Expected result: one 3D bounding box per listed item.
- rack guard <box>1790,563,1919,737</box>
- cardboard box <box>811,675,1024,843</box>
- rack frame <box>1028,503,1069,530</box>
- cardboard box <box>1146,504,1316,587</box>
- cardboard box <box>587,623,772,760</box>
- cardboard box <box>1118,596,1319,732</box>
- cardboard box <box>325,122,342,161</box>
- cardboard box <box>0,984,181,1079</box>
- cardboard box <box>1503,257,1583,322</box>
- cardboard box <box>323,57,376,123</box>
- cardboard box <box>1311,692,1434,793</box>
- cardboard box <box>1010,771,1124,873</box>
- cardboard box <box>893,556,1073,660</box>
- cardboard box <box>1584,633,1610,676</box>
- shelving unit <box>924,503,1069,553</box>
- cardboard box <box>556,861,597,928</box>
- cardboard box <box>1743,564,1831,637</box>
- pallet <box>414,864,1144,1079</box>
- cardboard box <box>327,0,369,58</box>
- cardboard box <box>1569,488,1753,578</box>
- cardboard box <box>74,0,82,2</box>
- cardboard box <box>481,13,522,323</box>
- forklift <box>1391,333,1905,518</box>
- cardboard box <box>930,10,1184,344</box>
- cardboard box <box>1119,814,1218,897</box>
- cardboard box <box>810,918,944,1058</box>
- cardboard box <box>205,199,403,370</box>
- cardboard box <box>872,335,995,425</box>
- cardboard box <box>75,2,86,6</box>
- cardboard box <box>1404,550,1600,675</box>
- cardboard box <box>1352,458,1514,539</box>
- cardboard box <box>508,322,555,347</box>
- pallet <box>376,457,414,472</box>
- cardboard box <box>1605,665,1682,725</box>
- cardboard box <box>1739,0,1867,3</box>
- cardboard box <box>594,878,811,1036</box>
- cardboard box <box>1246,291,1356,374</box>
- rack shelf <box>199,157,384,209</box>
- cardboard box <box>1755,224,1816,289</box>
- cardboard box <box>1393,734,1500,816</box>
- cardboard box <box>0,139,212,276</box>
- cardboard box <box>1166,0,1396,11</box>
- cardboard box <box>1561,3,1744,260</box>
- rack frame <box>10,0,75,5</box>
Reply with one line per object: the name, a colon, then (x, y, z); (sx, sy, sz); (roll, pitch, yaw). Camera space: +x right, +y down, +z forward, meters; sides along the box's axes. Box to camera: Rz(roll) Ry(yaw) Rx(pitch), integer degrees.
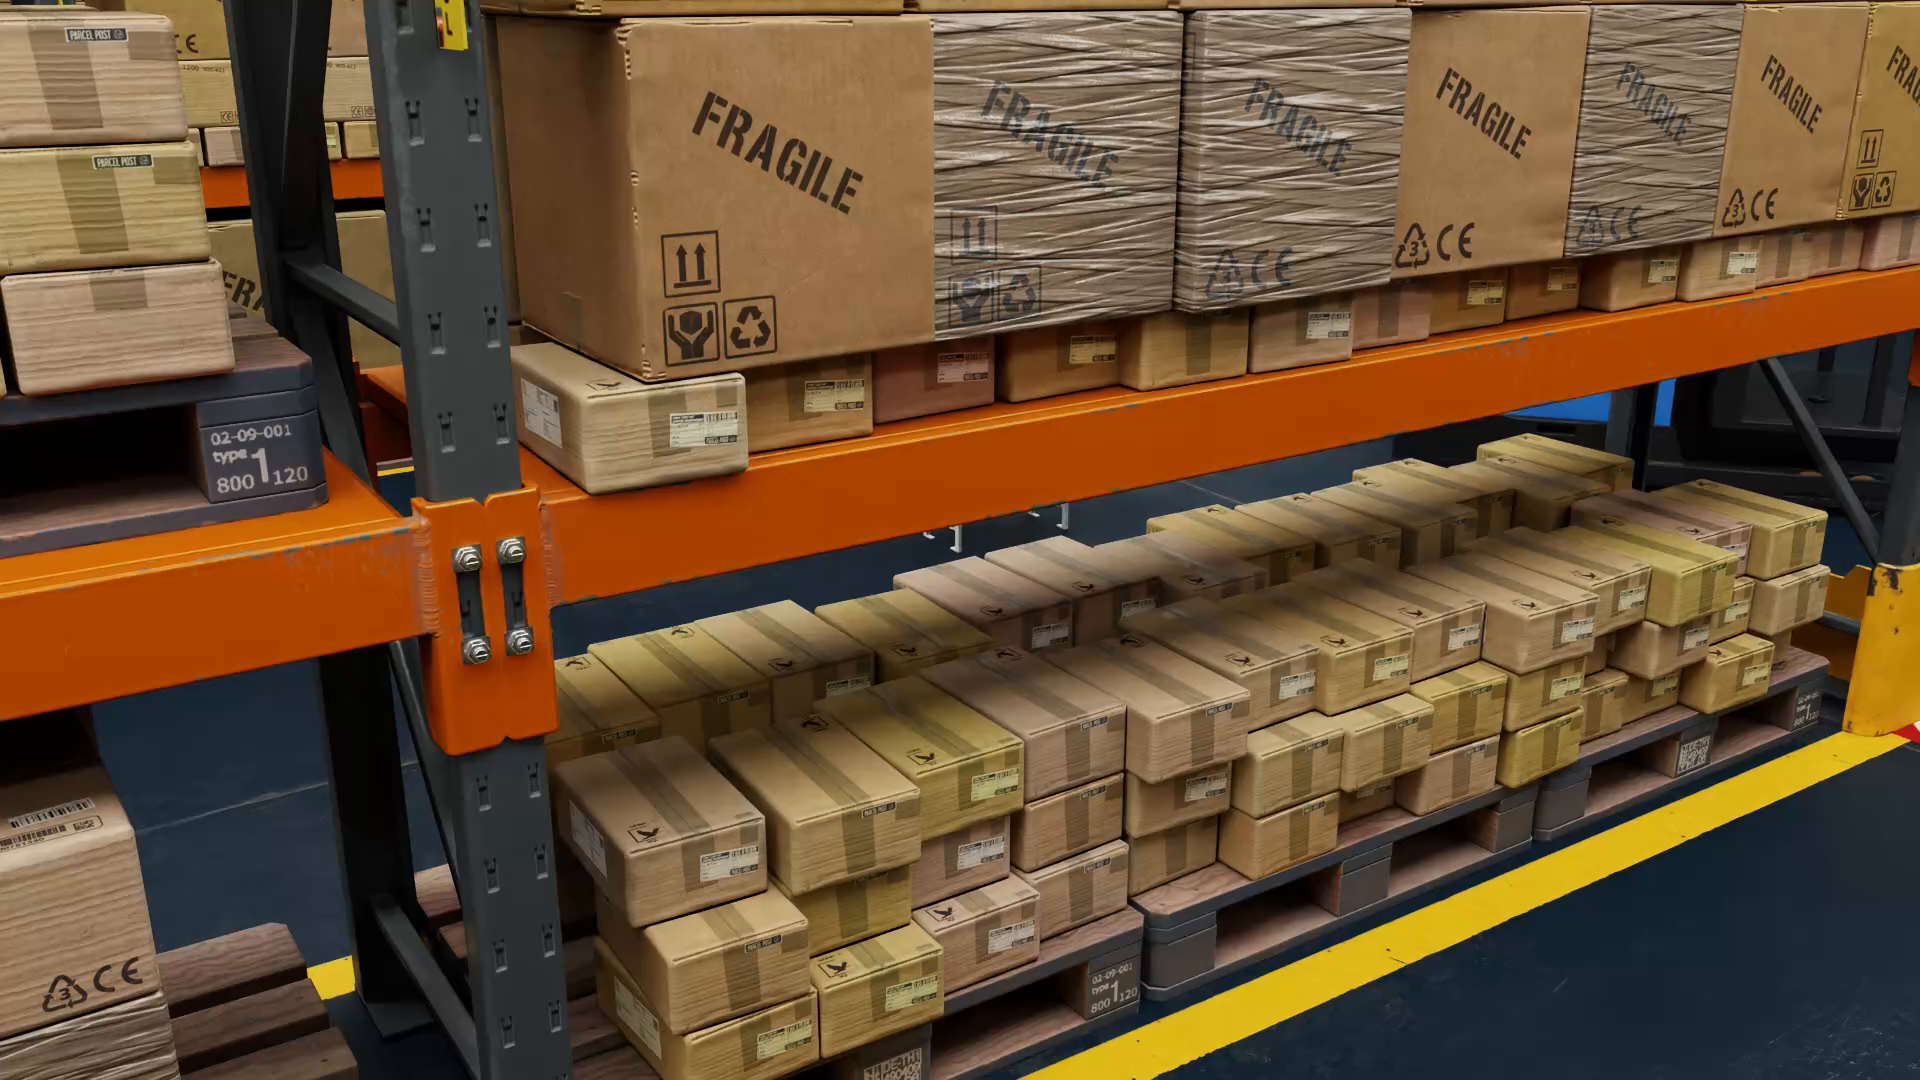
rack guard: (2.343, 0.133, 5.071); (0.348, 0.500, 1.175); (-12, 22, -31)
cardboard box: (-0.086, 0.414, 3.203); (0.250, 0.149, 0.380); (-12, 22, -32)
rack frame: (0.342, -0.641, 6.266); (0.015, 1.200, 0.240); (-12, 22, -31)
cardboard box: (0.693, 0.044, 4.299); (0.250, 0.149, 0.380); (-12, 22, -31)
cardboard box: (-0.589, 0.322, 3.476); (0.250, 0.149, 0.380); (-12, 22, -31)
cardboard box: (0.559, 0.269, 3.632); (0.250, 0.149, 0.380); (-13, 23, -34)
cardboard box: (-2.709, -1.642, 6.809); (0.250, 0.149, 0.380); (-11, 22, -30)
cardboard box: (-1.414, 0.823, 2.374); (0.500, 0.500, 0.500); (-12, 22, -32)
cardboard box: (1.165, -0.609, 3.756); (0.250, 0.149, 0.380); (-13, 23, -34)
cardboard box: (-2.623, -1.873, 6.872); (0.500, 0.250, 0.500); (-12, 22, -32)
cardboard box: (0.825, 0.398, 3.715); (0.250, 0.149, 0.380); (-12, 22, -31)
cardboard box: (0.117, 0.504, 3.400); (0.250, 0.149, 0.380); (-13, 23, -34)
cardboard box: (0.050, 0.179, 3.899); (0.250, 0.149, 0.380); (-13, 23, -34)
cardboard box: (1.408, 0.227, 4.220); (0.250, 0.149, 0.380); (-12, 22, -32)
shelving unit: (0.138, -0.598, 6.139); (0.503, 1.200, 0.258); (-12, 22, -31)
cardboard box: (-0.794, 0.631, 3.489); (0.250, 0.149, 0.380); (-12, 22, -31)
cardboard box: (2.122, 0.115, 4.551); (0.250, 0.149, 0.380); (-13, 22, -33)
pallet: (-0.393, 0.833, 3.451); (1.213, 0.211, 1.003); (-12, 22, -31)
cardboard box: (-2.622, -2.230, 6.757); (0.500, 0.500, 0.500); (-12, 22, -31)
cardboard box: (1.862, -0.005, 4.442); (0.250, 0.149, 0.380); (-11, 22, -30)
cardboard box: (-8.044, -4.975, 14.559); (0.500, 0.500, 0.500); (-13, 22, -33)
cardboard box: (-0.686, -0.709, 3.038); (0.500, 0.500, 0.500); (-12, 22, -31)
forklift: (3.405, -1.662, 6.585); (3.031, 2.935, 1.130); (6, 19, 16)
cardboard box: (0.027, -0.657, 2.885); (0.500, 0.500, 0.500); (-12, 22, -31)
cardboard box: (0.338, 0.594, 3.600); (0.250, 0.149, 0.380); (-13, 23, -34)
cardboard box: (-0.231, 0.767, 3.090); (0.250, 0.149, 0.380); (-11, 22, -30)
cardboard box: (-2.983, -0.992, 7.157); (0.875, 0.875, 0.875); (-12, 22, -31)
cardboard box: (-0.149, -0.330, 2.929); (0.250, 0.149, 0.380); (-13, 23, -34)
cardboard box: (-8.022, -4.510, 14.746); (0.500, 0.500, 0.500); (-11, 22, -30)
cardboard box: (1.271, 0.166, 3.938); (0.250, 0.149, 0.380); (-11, 22, -29)
cardboard box: (1.337, -0.103, 4.731); (0.250, 0.149, 0.380); (-12, 22, -32)
cardboard box: (-0.825, -0.354, 3.000); (0.250, 0.149, 0.380); (-12, 22, -32)
pallet: (-2.900, -0.497, 7.384); (1.213, 0.211, 1.003); (-12, 22, -31)
cardboard box: (1.654, 0.331, 4.377); (0.250, 0.149, 0.380); (-12, 22, -32)
cardboard box: (1.738, -1.490, 3.787); (0.500, 0.500, 0.500); (-13, 23, -33)
cardboard box: (-0.456, 0.672, 2.904); (0.250, 0.149, 0.380); (-11, 21, -29)
cardboard box: (0.555, -0.448, 3.280); (0.250, 0.149, 0.380); (-11, 21, -29)
rack shelf: (-1.908, -1.716, 7.760); (4.000, 0.370, 1.077); (-12, 22, -31)
cardboard box: (1.860, -0.731, 4.115); (0.250, 0.149, 0.380); (-12, 22, -32)
cardboard box: (1.037, 0.483, 3.929); (0.250, 0.149, 0.380); (-11, 22, -30)
cardboard box: (-1.158, -0.458, 2.188); (0.250, 0.149, 0.380); (-11, 22, -30)
cardboard box: (0.439, -1.212, 2.965); (0.500, 0.500, 0.500); (-11, 22, -31)
cardboard box: (1.321, -0.924, 3.673); (0.500, 0.500, 0.500); (-12, 22, -31)
rack frame: (-3.578, -1.705, 6.603); (0.127, 3.000, 1.000); (-12, 22, -31)
